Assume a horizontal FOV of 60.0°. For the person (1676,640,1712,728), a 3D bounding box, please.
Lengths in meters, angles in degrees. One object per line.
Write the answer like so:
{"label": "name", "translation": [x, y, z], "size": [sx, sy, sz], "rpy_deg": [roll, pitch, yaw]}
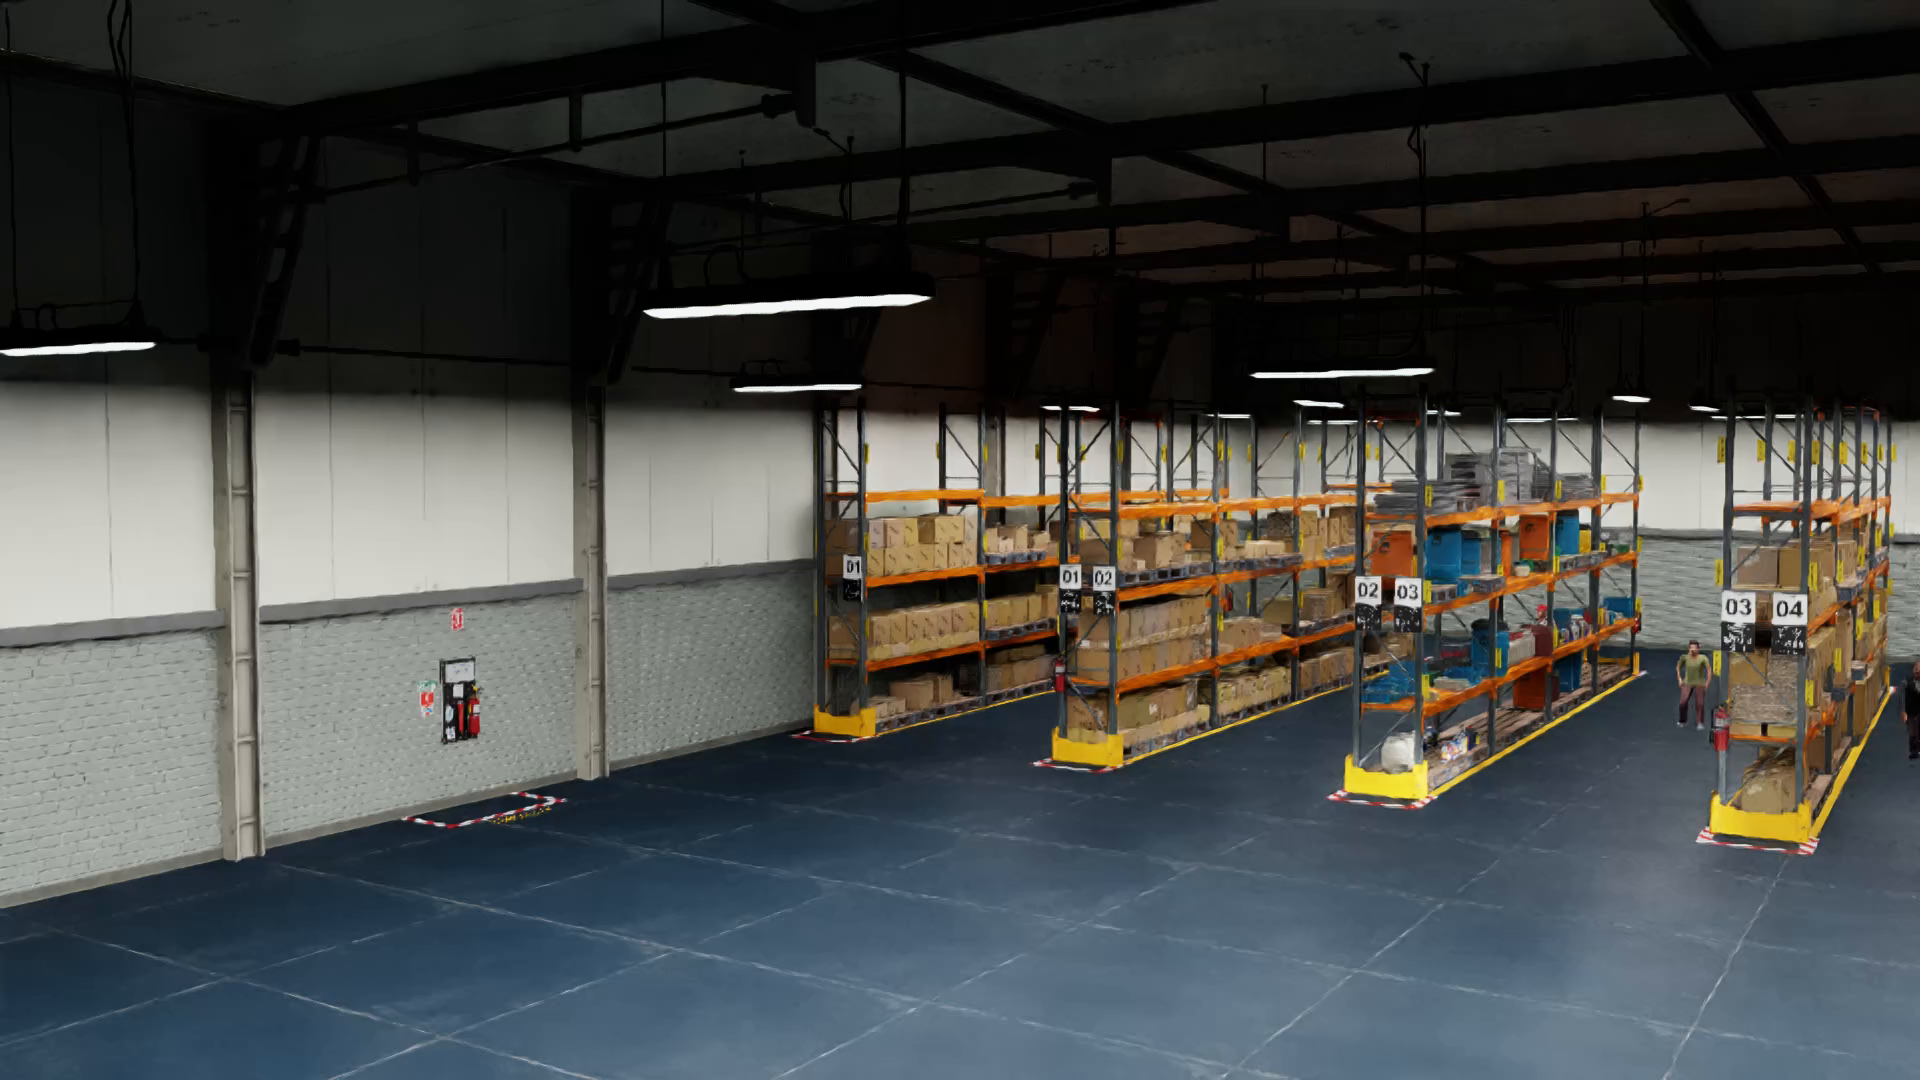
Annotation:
{"label": "person", "translation": [13.325, 2.614, 30.203], "size": [0.598, 1.619, 0.507], "rpy_deg": [2, 3, 30]}

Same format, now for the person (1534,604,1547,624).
{"label": "person", "translation": [12.524, 2.248, 35.809], "size": [0.952, 1.749, 0.589], "rpy_deg": [-2, 3, -30]}

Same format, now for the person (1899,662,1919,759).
{"label": "person", "translation": [15.370, 2.766, 26.682], "size": [0.543, 1.648, 1.115], "rpy_deg": [2, 4, 35]}
